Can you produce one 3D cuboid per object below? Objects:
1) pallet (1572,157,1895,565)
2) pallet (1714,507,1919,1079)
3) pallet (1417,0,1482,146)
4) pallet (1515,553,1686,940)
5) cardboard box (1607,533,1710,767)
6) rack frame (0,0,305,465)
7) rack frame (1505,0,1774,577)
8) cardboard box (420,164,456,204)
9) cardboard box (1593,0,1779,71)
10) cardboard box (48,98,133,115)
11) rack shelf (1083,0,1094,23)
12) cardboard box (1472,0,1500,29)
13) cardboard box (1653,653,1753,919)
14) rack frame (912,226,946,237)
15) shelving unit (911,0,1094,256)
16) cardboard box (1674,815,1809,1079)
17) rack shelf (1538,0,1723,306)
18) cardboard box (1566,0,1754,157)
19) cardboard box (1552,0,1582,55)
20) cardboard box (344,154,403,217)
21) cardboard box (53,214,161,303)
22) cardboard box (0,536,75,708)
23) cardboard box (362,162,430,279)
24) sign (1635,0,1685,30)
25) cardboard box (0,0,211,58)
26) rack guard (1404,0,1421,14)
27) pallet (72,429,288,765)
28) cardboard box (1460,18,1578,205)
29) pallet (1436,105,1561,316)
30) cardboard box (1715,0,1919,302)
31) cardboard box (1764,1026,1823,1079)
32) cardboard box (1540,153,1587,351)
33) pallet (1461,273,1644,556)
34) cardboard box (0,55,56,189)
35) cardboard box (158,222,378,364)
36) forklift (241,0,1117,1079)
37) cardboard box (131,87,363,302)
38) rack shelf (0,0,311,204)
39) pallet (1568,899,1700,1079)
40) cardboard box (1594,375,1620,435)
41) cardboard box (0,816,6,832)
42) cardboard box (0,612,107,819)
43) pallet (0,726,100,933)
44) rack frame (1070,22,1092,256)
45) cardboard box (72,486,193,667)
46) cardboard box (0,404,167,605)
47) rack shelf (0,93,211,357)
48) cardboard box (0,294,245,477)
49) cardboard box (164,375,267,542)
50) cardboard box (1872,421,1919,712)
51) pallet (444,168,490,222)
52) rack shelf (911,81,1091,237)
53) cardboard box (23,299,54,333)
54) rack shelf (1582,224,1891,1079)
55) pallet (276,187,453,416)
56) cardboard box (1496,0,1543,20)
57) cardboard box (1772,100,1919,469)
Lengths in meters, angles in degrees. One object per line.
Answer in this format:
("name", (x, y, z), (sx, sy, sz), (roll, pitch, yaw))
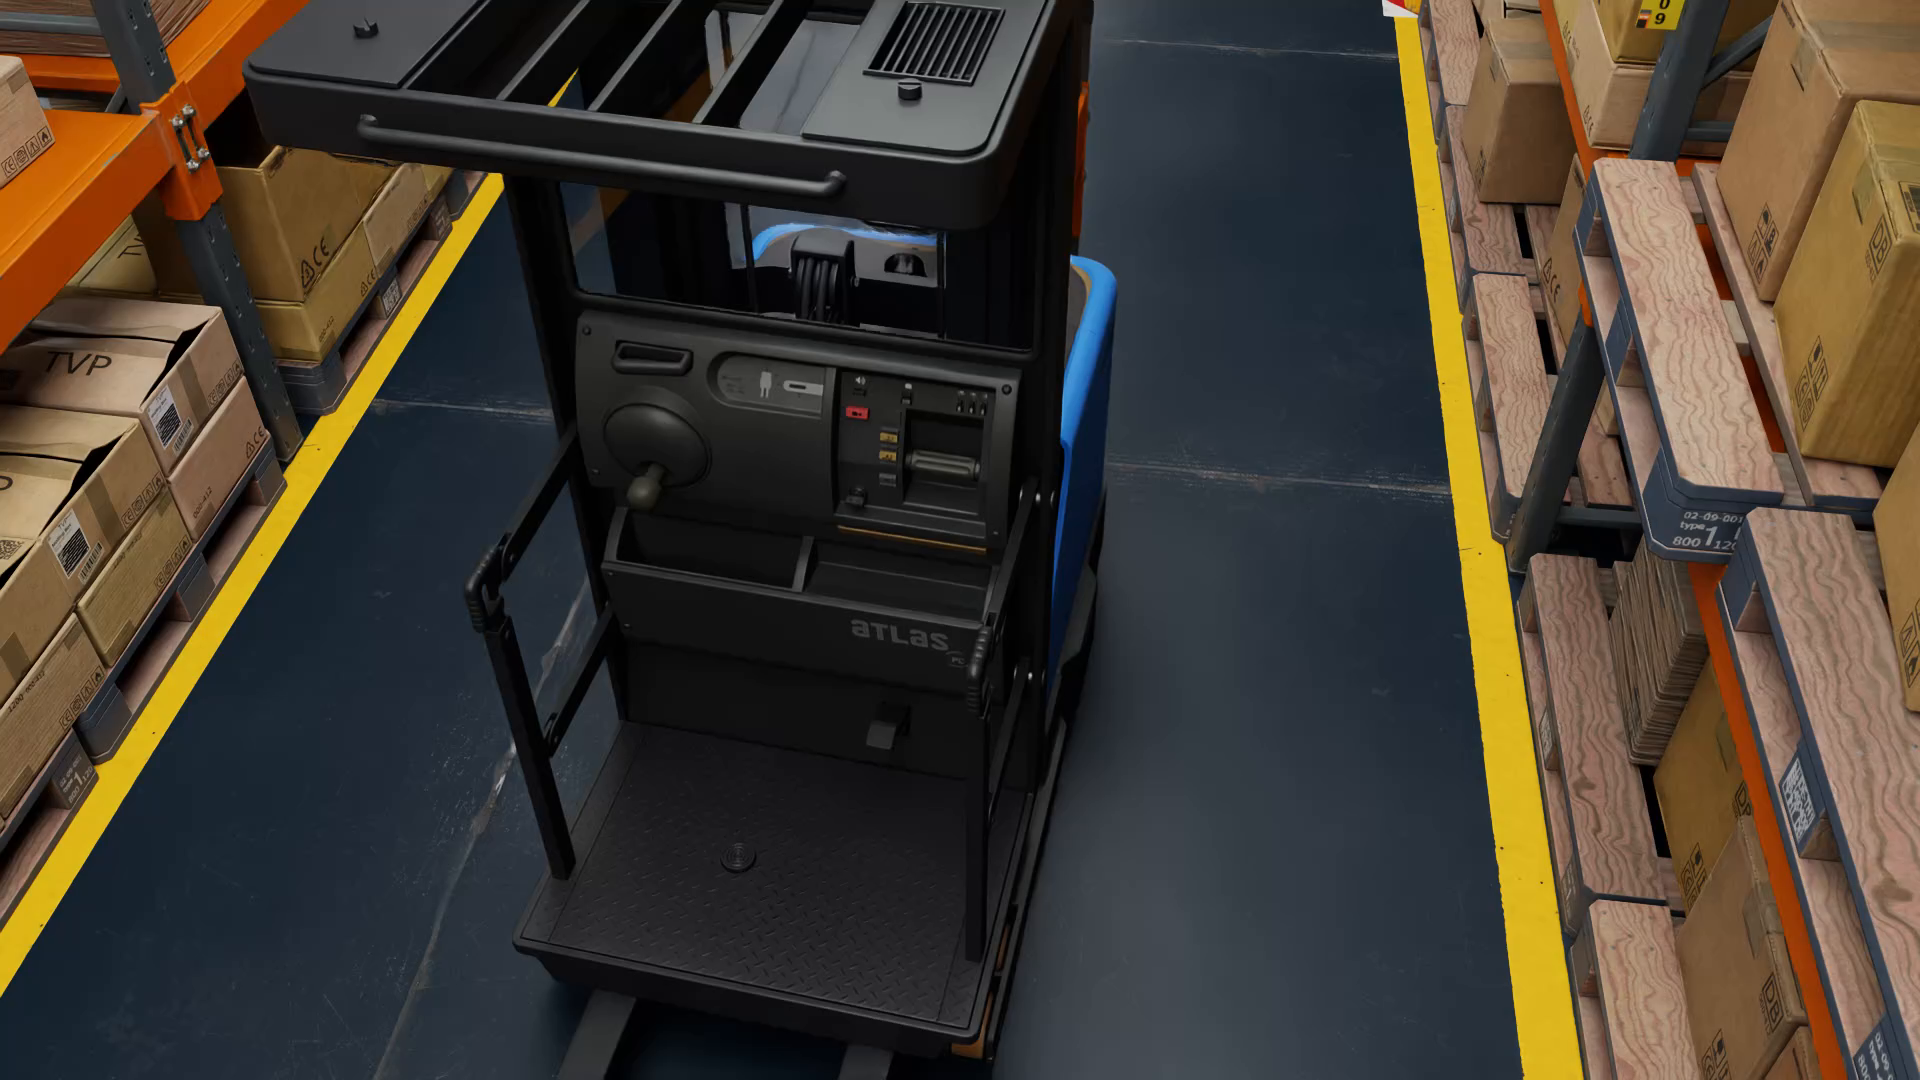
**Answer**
("pallet", (1.954, -0.402, 3.632), (1.003, 0.211, 1.213), (5, 44, 6))
("pallet", (1.892, 0.464, 2.718), (1.003, 0.211, 1.213), (5, 44, 6))
("pallet", (2.576, -2.090, 7.304), (1.003, 0.211, 1.213), (5, 44, 6))
("pallet", (2.098, 0.564, 4.500), (1.003, 0.211, 1.213), (5, 44, 6))
("cardboard box", (2.119, 0.272, 4.279), (0.700, 0.500, 0.500), (7, 44, 7))
("rack frame", (-2.711, -1.427, 4.575), (1.000, 3.000, 0.127), (5, 44, 6))
("rack frame", (2.200, -0.979, 4.102), (1.000, 3.000, 0.127), (5, 44, 6))
("cardboard box", (-2.207, -1.550, 6.399), (0.500, 0.250, 0.500), (5, 44, 6))
("cardboard box", (1.956, -1.554, 4.259), (0.500, 0.500, 0.500), (5, 44, 5))
("cardboard box", (-2.789, -1.529, 5.832), (0.500, 0.500, 0.500), (5, 44, 6))
("rack shelf", (0.116, -1.501, 4.310), (0.431, 0.518, 0.480), (9, 44, 9))
("cardboard box", (2.548, -2.425, 7.265), (0.500, 0.311, 0.500), (1, 43, 1))
("cardboard box", (2.100, 0.629, 3.902), (0.700, 0.500, 0.500), (4, 44, 5))
("rack frame", (0.062, -0.839, 4.609), (0.400, 2.100, 0.015), (9, 44, 9))
("shelving unit", (0.116, -1.003, 4.782), (0.431, 2.100, 0.503), (9, 44, 9))
("cardboard box", (1.993, 0.973, 3.539), (0.700, 0.500, 0.500), (6, 44, 6))
("rack shelf", (2.464, -2.081, 5.789), (1.077, 0.370, 4.000), (5, 44, 6))
("cardboard box", (1.962, -1.282, 4.517), (0.500, 0.250, 0.500), (5, 44, 6))
("cardboard box", (2.036, -1.621, 4.875), (0.500, 0.250, 0.500), (5, 44, 6))
("cardboard box", (-2.281, -1.482, 5.783), (0.500, 0.500, 0.500), (5, 44, 6))
("cardboard box", (-2.866, -0.917, 5.731), (0.500, 0.250, 0.500), (5, 44, 6))
("cardboard box", (-2.611, 0.213, 4.130), (0.500, 0.311, 0.500), (5, 44, 5))
("cardboard box", (-2.278, -1.209, 6.040), (0.500, 0.250, 0.500), (5, 44, 6))
("sign", (1.661, -1.337, 3.851), (0.100, 0.325, 0.005), (5, 44, 6))
("cardboard box", (-2.659, -1.766, 4.861), (0.700, 0.500, 0.500), (4, 44, 4))
("rack guard", (2.718, -2.745, 7.786), (1.175, 0.500, 0.348), (5, 44, 6))
("pallet", (-2.770, 0.092, 5.000), (1.003, 0.211, 1.213), (5, 44, 6))
("cardboard box", (2.326, -1.610, 6.266), (0.700, 0.500, 0.500), (3, 44, 3))
("pallet", (2.412, -1.261, 6.428), (1.003, 0.211, 1.213), (5, 44, 6))
("cardboard box", (2.099, -0.831, 3.553), (0.700, 0.500, 0.500), (5, 44, 6))
("cardboard box", (1.935, 1.318, 3.174), (0.700, 0.500, 0.500), (5, 44, 5))
("cardboard box", (2.297, -0.942, 5.561), (0.500, 0.500, 0.500), (2, 43, 2))
("pallet", (2.253, -0.427, 5.548), (1.003, 0.211, 1.213), (5, 44, 6))
("cardboard box", (-2.733, -1.033, 4.268), (0.500, 0.250, 0.500), (8, 44, 8))
("cardboard box", (-2.349, -0.869, 5.681), (0.500, 0.250, 0.500), (5, 44, 6))
("forklift", (-0.388, -0.129, 3.254), (1.130, 2.935, 3.031), (9, 44, 9))
("cardboard box", (-2.339, -1.141, 5.422), (0.500, 0.500, 0.500), (5, 44, 6))
("rack shelf", (-2.447, -2.528, 6.262), (1.077, 0.370, 4.000), (5, 44, 6))
("pallet", (1.939, 1.398, 3.620), (1.003, 0.211, 1.213), (5, 44, 6))
("cardboard box", (2.241, -0.477, 5.313), (0.380, 0.166, 0.250), (0, 43, 0))
("cardboard box", (-2.683, 0.768, 3.951), (0.500, 0.250, 0.500), (6, 44, 6))
("cardboard box", (-2.614, 0.422, 4.318), (0.500, 0.250, 0.500), (6, 44, 6))
("pallet", (-2.929, 0.925, 4.119), (1.003, 0.211, 1.213), (5, 44, 6))
("rack frame", (0.171, -1.167, 4.955), (0.400, 2.100, 0.015), (9, 44, 9))
("cardboard box", (-2.547, 0.073, 4.686), (0.500, 0.250, 0.500), (5, 44, 5))
("cardboard box", (-2.543, -0.127, 4.489), (0.500, 0.311, 0.500), (6, 44, 7))
("rack shelf", (-2.975, 0.198, 3.383), (1.077, 0.370, 4.000), (5, 44, 6))
("cardboard box", (-2.480, -0.482, 4.864), (0.500, 0.311, 0.500), (5, 44, 6))
("cardboard box", (-2.479, -0.272, 5.050), (0.500, 0.250, 0.500), (5, 44, 5))
("cardboard box", (1.961, 0.001, 2.675), (0.700, 0.500, 0.500), (11, 45, 11))
("pallet", (-2.406, -1.786, 6.983), (1.003, 0.211, 1.213), (5, 44, 6))
("rack shelf", (0.116, -0.993, 4.792), (0.431, 0.518, 0.480), (9, 44, 9))
("cardboard box", (-3.013, -0.525, 4.910), (0.500, 0.311, 0.500), (5, 44, 6))
("rack shelf", (1.935, 0.645, 2.910), (1.077, 0.370, 4.000), (5, 44, 6))
("pallet", (-2.564, -0.952, 6.102), (1.003, 0.211, 1.213), (5, 44, 6))
("cardboard box", (2.472, -2.036, 6.855), (0.500, 0.311, 0.500), (9, 44, 9))
("cardboard box", (2.018, -0.451, 3.152), (0.700, 0.500, 0.500), (9, 44, 10))
